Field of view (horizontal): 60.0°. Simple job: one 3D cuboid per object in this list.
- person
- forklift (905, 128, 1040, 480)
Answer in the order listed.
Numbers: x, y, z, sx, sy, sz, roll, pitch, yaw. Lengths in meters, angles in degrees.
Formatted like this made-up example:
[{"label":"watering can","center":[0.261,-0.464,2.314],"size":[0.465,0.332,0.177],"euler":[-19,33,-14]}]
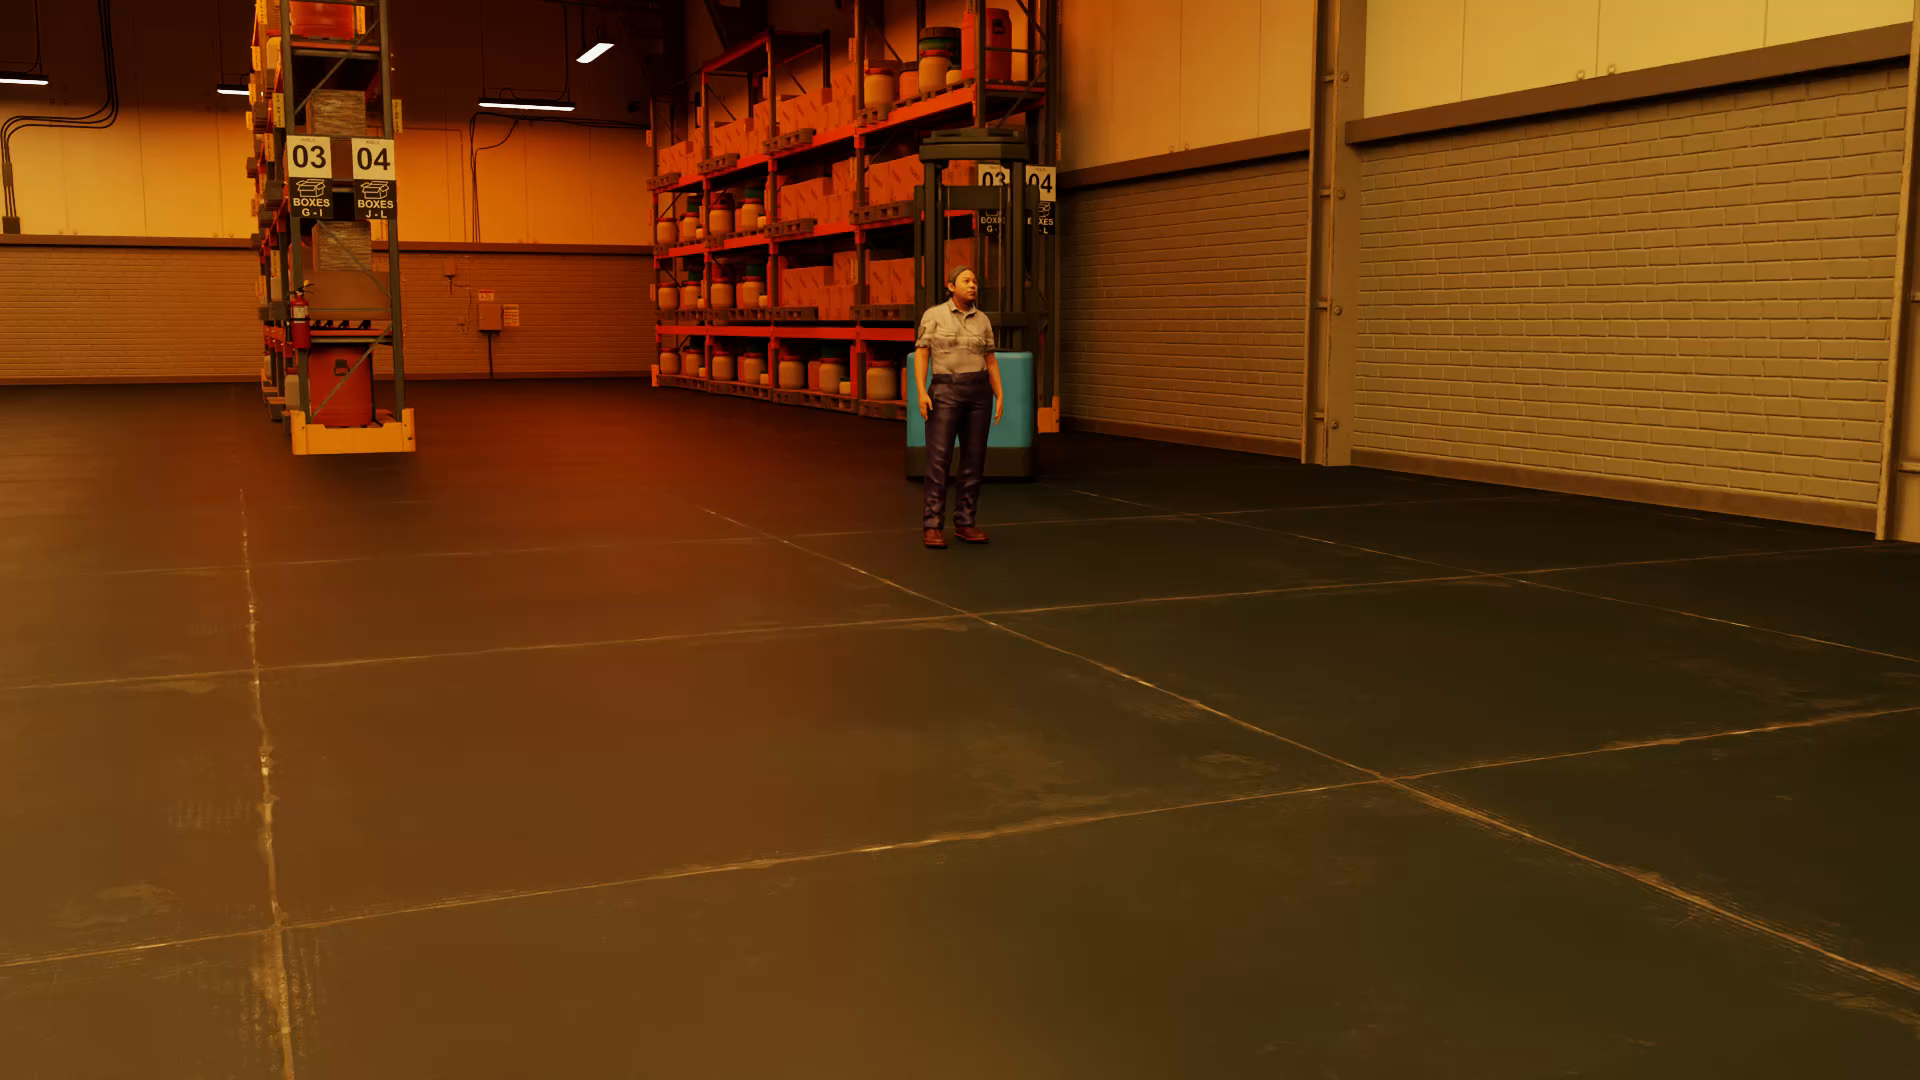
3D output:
[{"label":"person","center":[0.015,-0.808,9.955],"size":[0.598,1.643,0.502],"euler":[-3,8,-23]},{"label":"forklift","center":[0.158,-2.094,14.824],"size":[1.130,2.935,3.031],"euler":[0,8,3]}]
